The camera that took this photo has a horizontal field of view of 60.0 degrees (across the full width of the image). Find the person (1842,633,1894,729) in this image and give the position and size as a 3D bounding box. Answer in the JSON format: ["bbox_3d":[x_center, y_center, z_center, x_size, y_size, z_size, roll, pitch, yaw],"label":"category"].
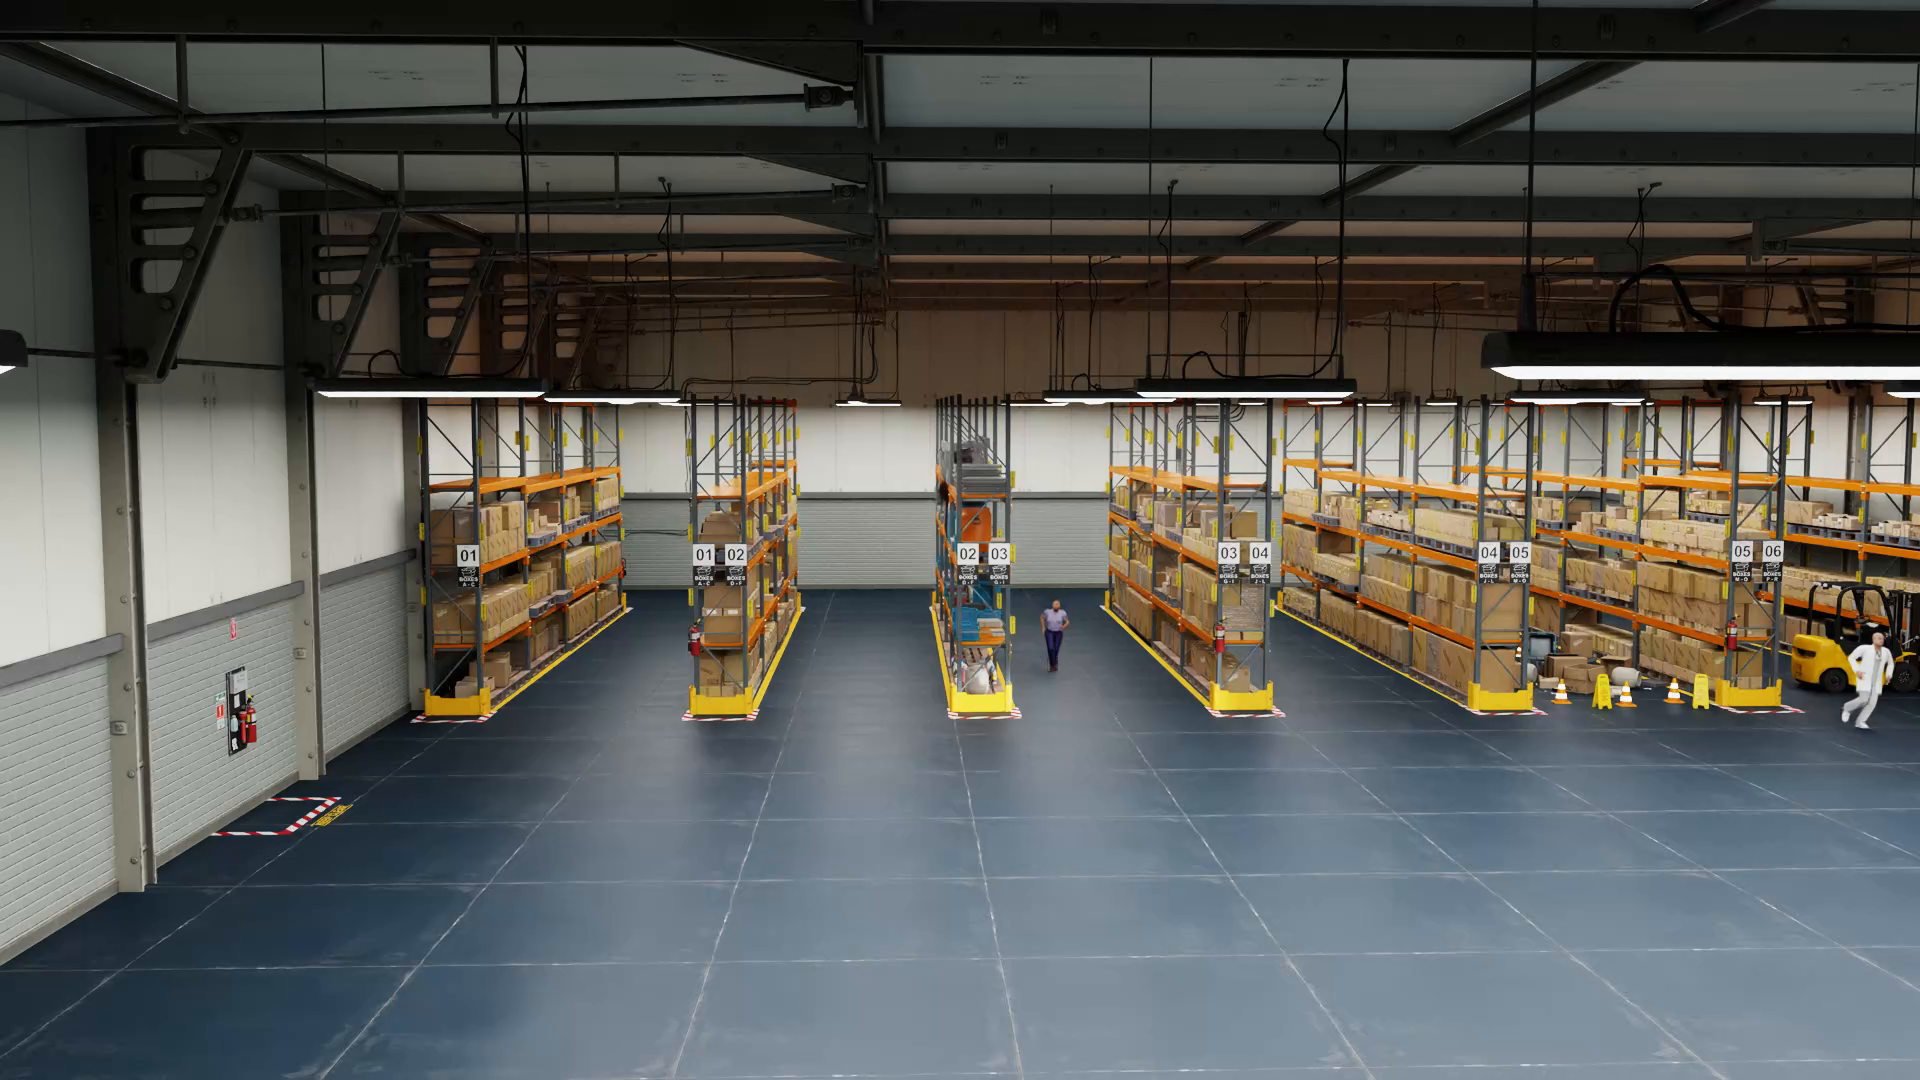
[{"bbox_3d":[16.399,2.514,29.944,0.776,1.726,0.637,0,4,-2],"label":"person"}]

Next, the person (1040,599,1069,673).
[{"bbox_3d":[2.076,2.087,36.356,0.599,1.639,0.804,-1,5,-8],"label":"person"}]
